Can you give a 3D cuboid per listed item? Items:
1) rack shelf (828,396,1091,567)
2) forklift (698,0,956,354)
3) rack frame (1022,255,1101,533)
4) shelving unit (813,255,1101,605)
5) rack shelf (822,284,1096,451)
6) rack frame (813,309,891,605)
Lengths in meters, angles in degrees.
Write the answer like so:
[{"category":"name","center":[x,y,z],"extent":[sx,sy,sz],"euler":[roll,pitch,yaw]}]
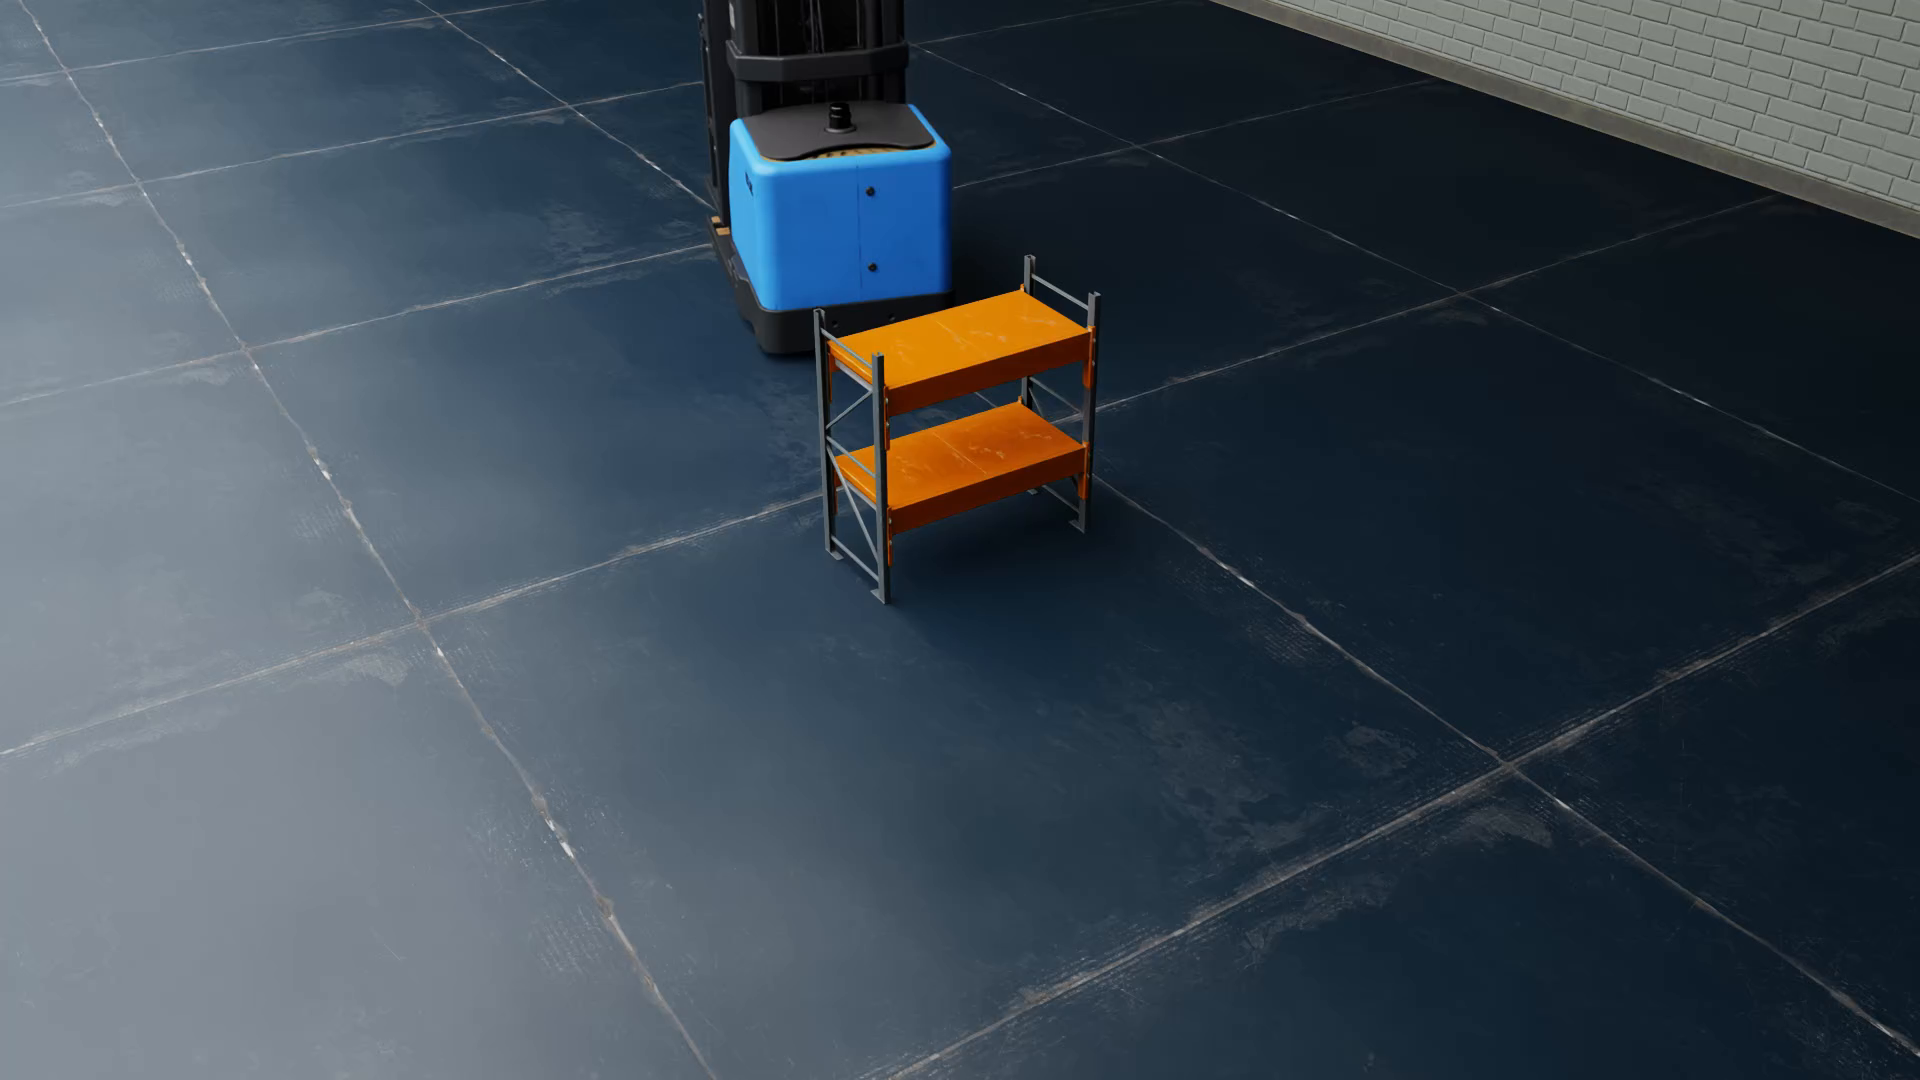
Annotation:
[{"category":"rack shelf","center":[-0.006,-0.267,7.077],"extent":[1.000,0.278,0.538],"euler":[-19,37,-27]},{"category":"forklift","center":[-0.911,-2.986,9.236],"extent":[1.130,2.935,3.031],"euler":[-8,33,-13]},{"category":"rack frame","center":[0.422,-0.621,7.180],"extent":[0.032,1.125,0.500],"euler":[-19,37,-27]},{"category":"shelving unit","center":[-0.006,-0.474,6.947],"extent":[1.048,1.125,0.538],"euler":[-19,37,-27]},{"category":"rack shelf","center":[-0.006,-0.721,6.791],"extent":[1.000,0.278,0.538],"euler":[-19,37,-27]},{"category":"rack frame","center":[-0.433,-0.327,6.714],"extent":[0.032,1.125,0.500],"euler":[-19,37,-27]}]
